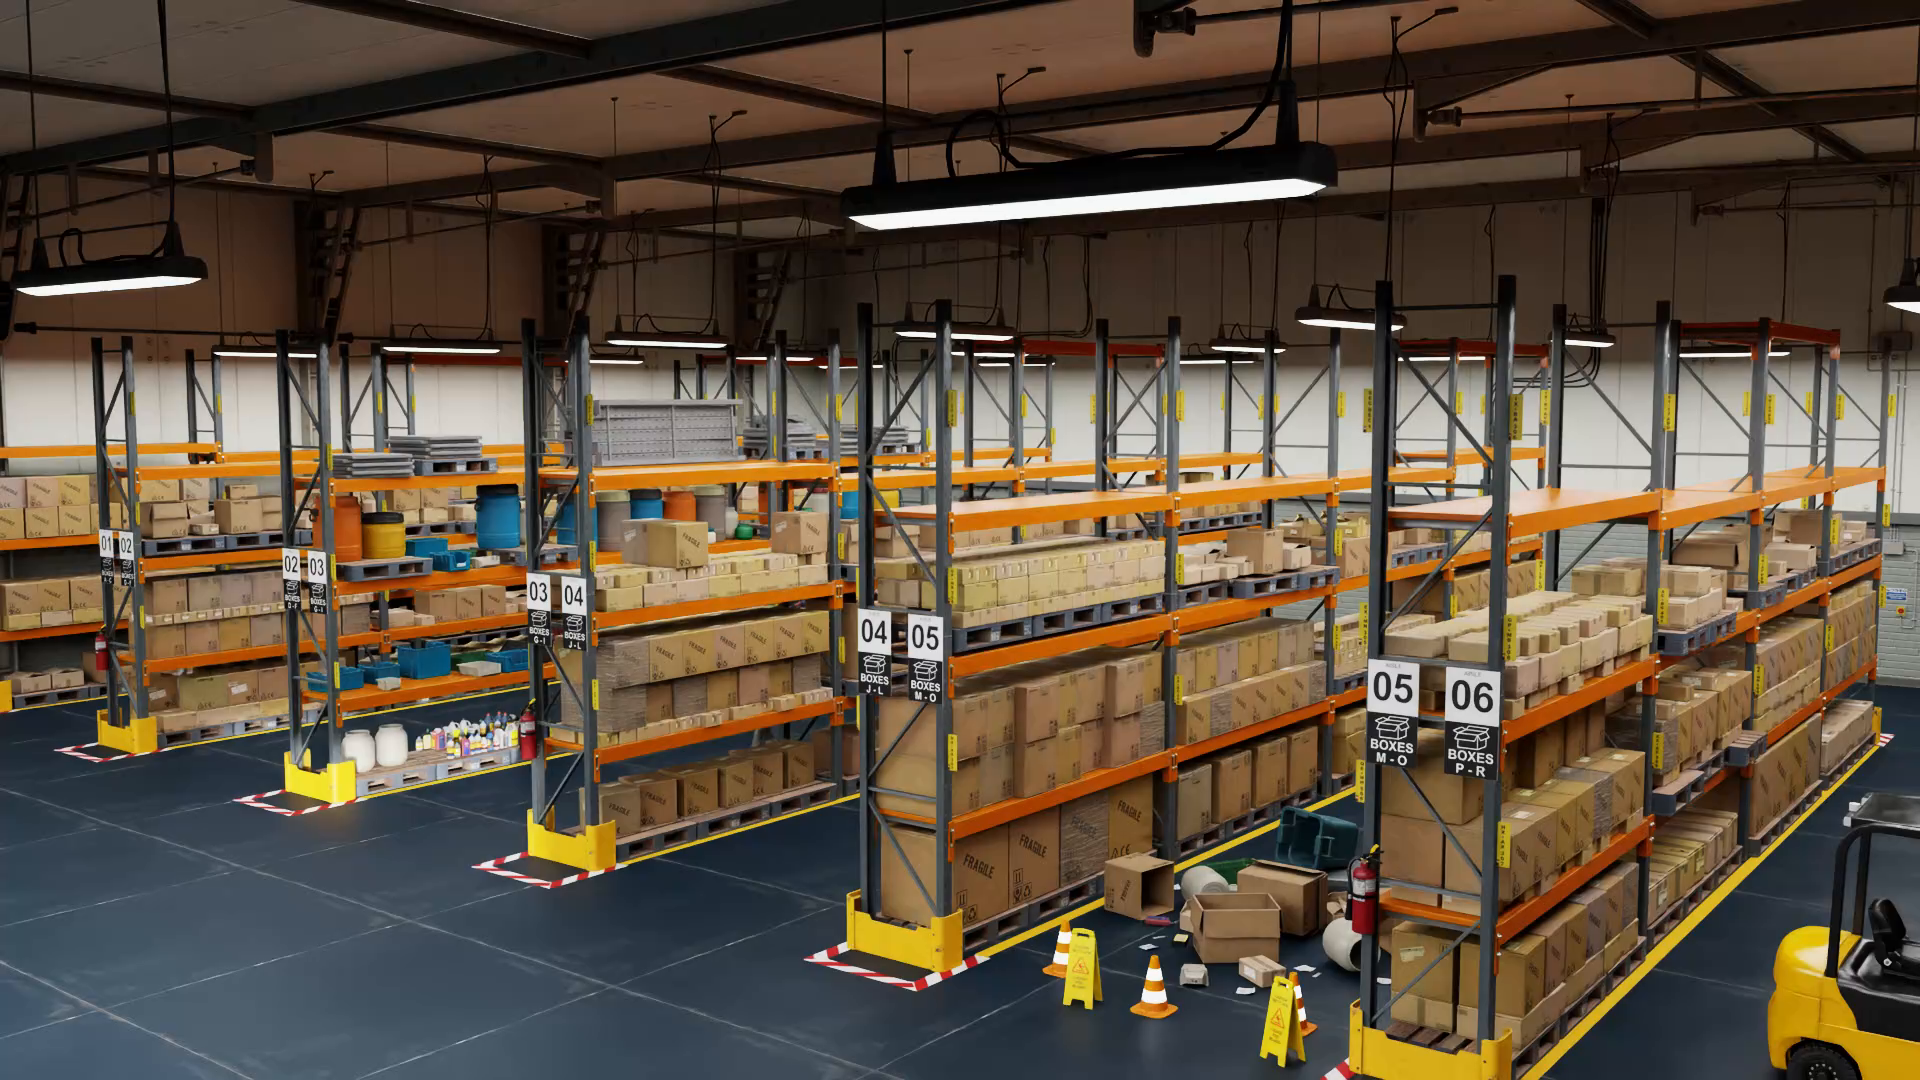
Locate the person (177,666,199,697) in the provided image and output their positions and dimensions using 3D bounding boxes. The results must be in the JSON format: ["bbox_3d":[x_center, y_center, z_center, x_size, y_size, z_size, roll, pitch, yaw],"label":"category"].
[{"bbox_3d":[-12.888,1.958,27.782,0.430,1.533,1.021,0,5,4],"label":"person"}]

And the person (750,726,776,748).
[{"bbox_3d":[-2.861,2.221,23.805,0.537,1.710,1.015,2,5,22],"label":"person"}]
